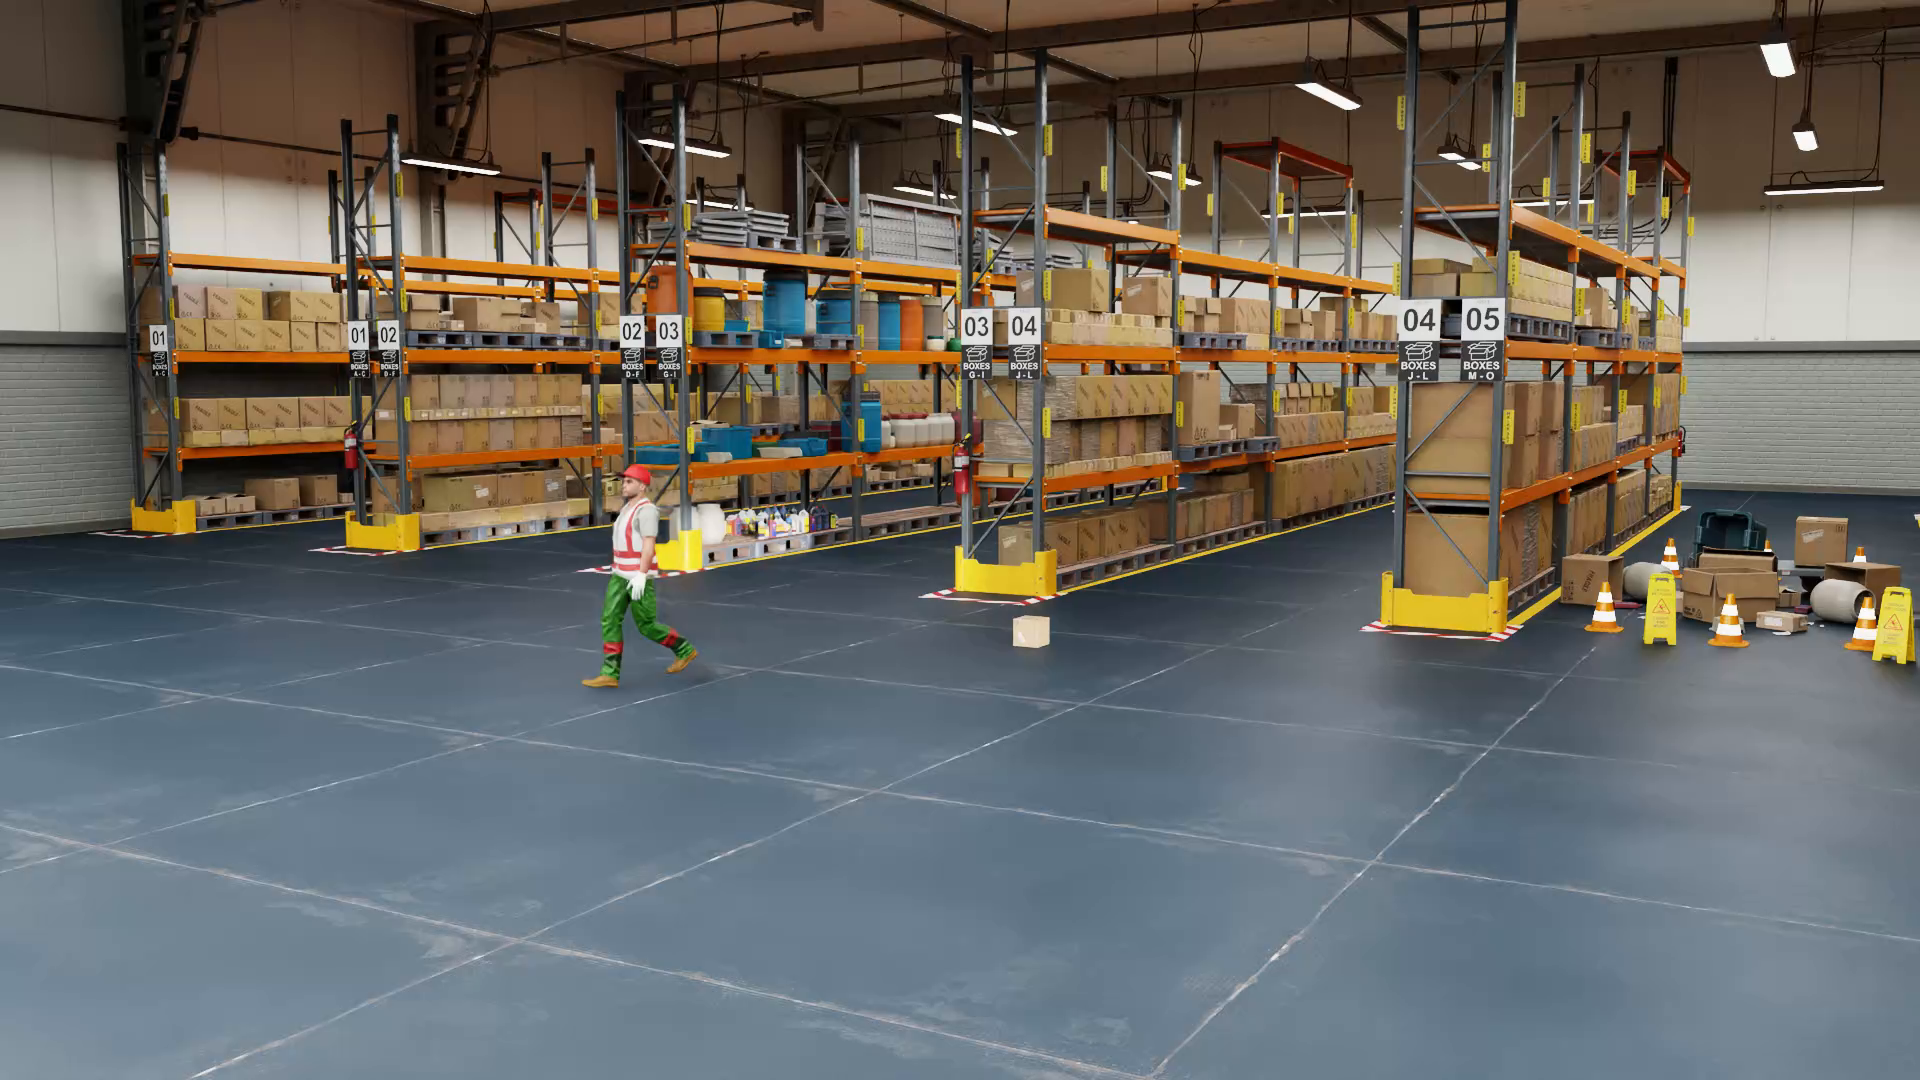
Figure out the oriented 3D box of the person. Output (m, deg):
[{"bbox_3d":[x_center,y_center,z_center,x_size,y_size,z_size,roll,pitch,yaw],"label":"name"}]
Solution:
[{"bbox_3d":[-2.539,0.284,13.172,0.945,1.760,0.573,-5,7,-38],"label":"person"}]
